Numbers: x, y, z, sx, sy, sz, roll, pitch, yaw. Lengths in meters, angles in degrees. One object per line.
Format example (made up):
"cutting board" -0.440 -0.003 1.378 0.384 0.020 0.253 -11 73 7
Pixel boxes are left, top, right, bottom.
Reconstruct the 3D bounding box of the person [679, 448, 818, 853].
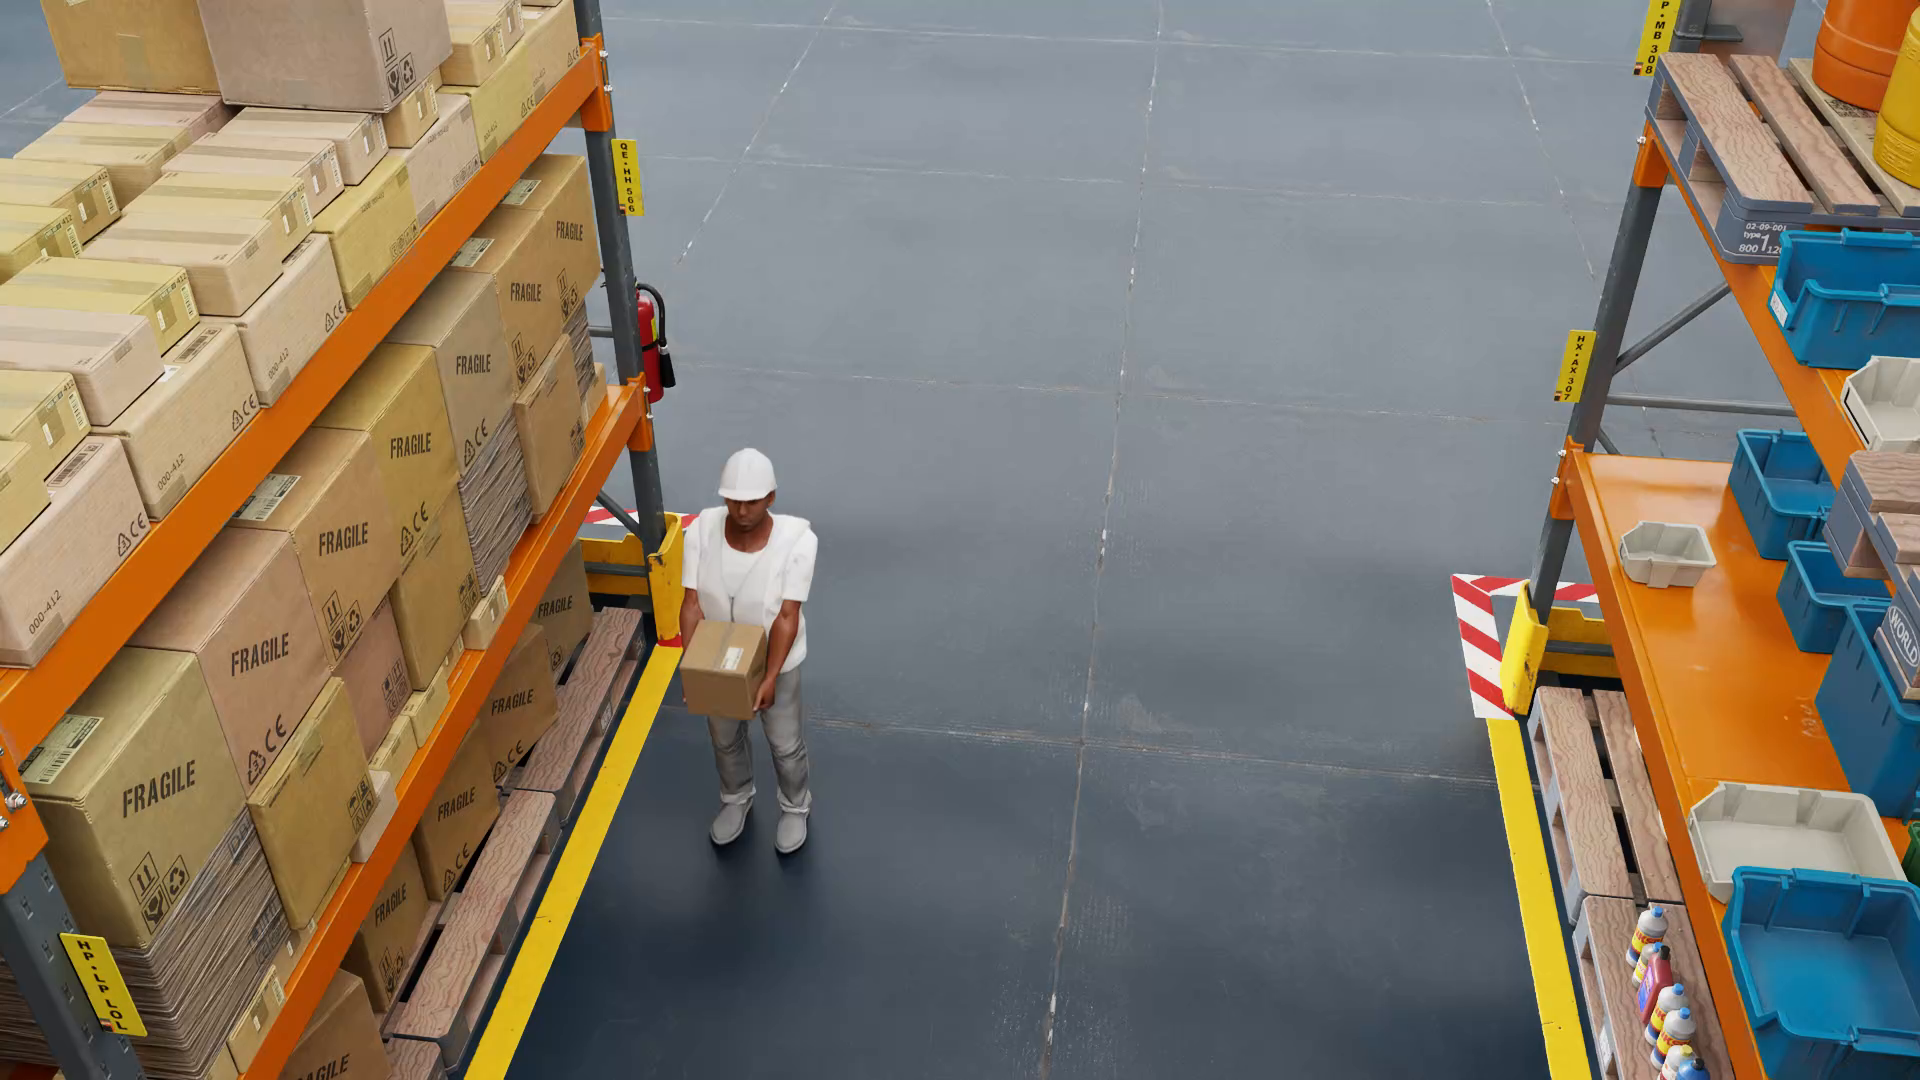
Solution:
"person" -0.808 0.501 6.336 0.502 1.758 0.587 7 36 9
